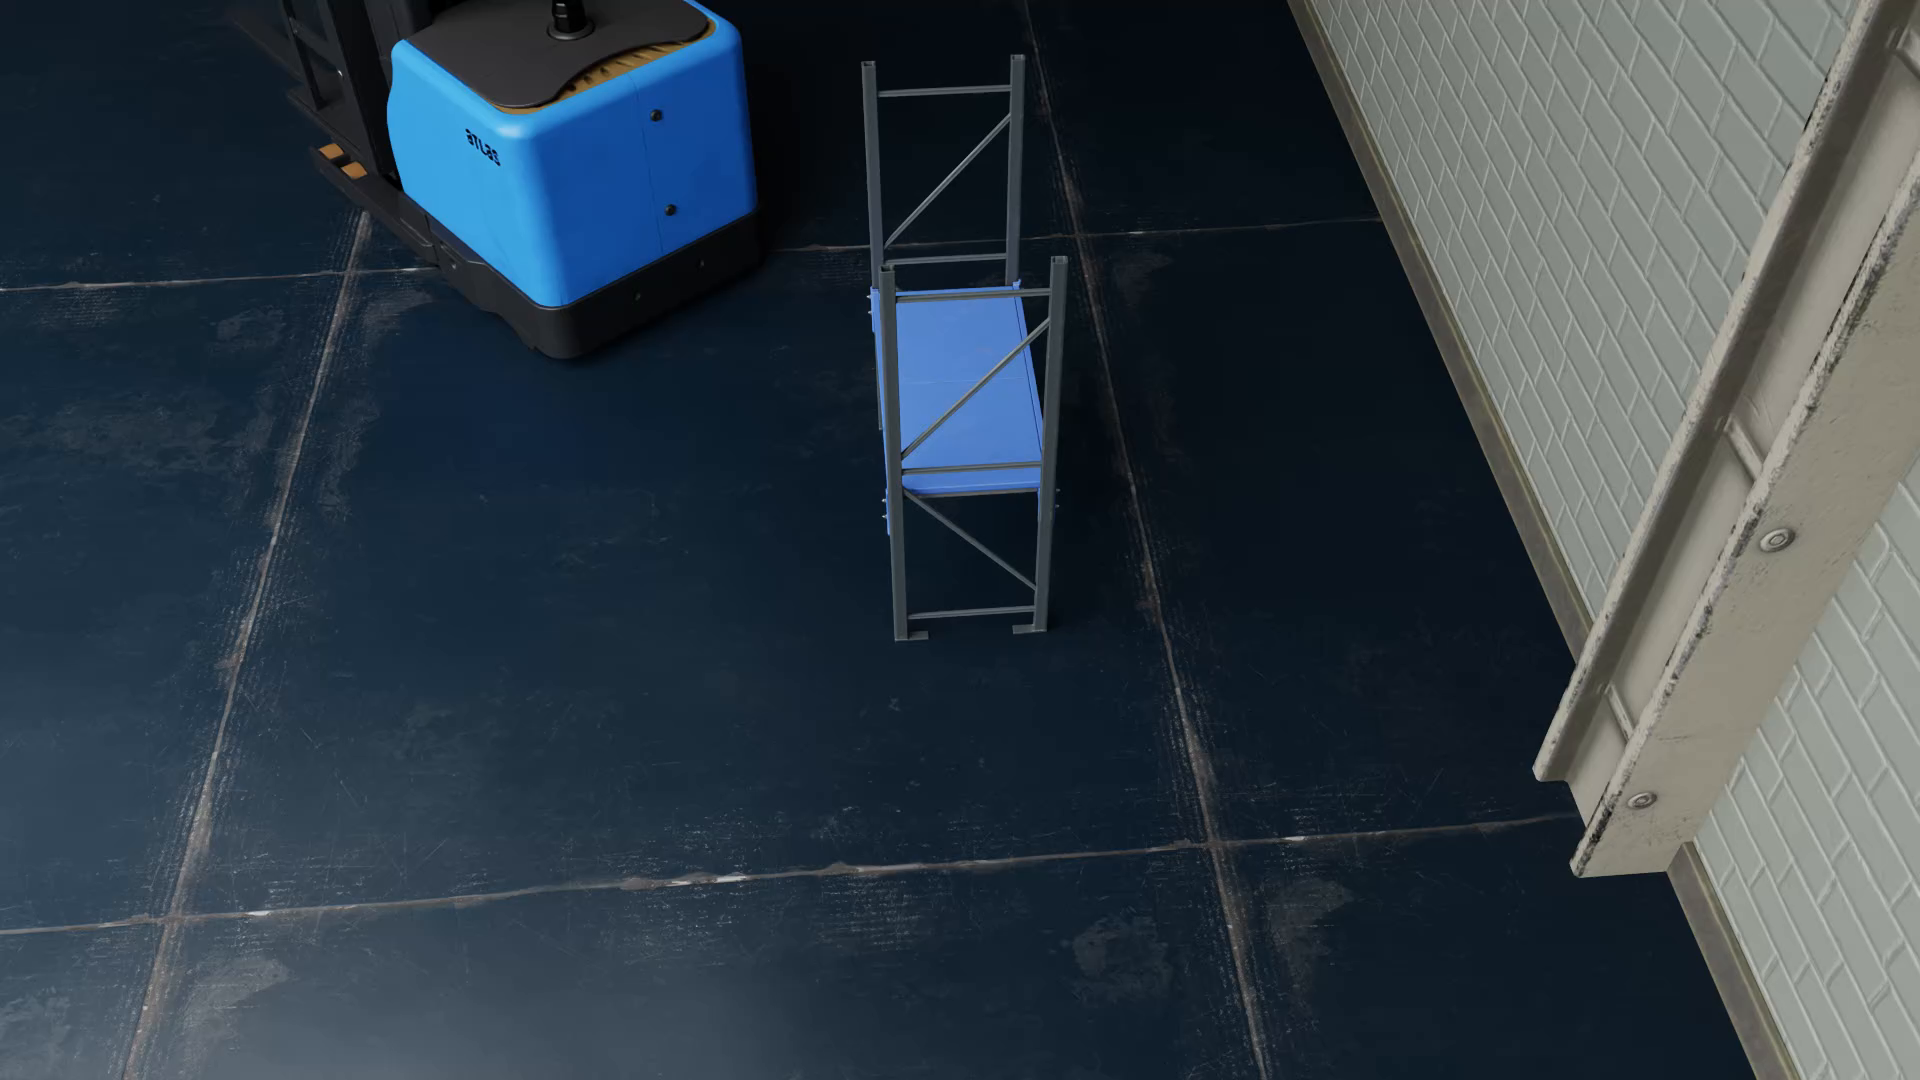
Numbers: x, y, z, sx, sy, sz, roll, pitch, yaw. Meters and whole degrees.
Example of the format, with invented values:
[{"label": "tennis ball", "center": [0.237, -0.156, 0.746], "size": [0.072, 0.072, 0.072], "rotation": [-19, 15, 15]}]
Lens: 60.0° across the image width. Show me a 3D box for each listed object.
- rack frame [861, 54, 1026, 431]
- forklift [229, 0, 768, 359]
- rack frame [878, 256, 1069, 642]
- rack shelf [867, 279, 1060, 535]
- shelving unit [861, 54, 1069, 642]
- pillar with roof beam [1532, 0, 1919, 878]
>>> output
[{"label": "rack frame", "center": [-0.050, -0.945, 5.612], "size": [0.500, 1.500, 0.032], "rotation": [-3, 47, -3]}, {"label": "forklift", "center": [-2.149, -2.677, 6.267], "size": [1.130, 2.935, 3.031], "rotation": [-34, 55, -28]}, {"label": "rack frame", "center": [0.035, -0.210, 4.916], "size": [0.500, 1.500, 0.032], "rotation": [-3, 47, -3]}, {"label": "rack shelf", "center": [-0.007, -0.454, 5.395], "size": [0.538, 0.185, 1.000], "rotation": [-3, 47, -3]}, {"label": "shelving unit", "center": [-0.007, -0.577, 5.264], "size": [0.538, 1.500, 1.048], "rotation": [-3, 47, -3]}, {"label": "pillar with roof beam", "center": [-2.368, -2.007, 1.452], "size": [9.100, 9.000, 0.400], "rotation": [-3, 47, -3]}]
